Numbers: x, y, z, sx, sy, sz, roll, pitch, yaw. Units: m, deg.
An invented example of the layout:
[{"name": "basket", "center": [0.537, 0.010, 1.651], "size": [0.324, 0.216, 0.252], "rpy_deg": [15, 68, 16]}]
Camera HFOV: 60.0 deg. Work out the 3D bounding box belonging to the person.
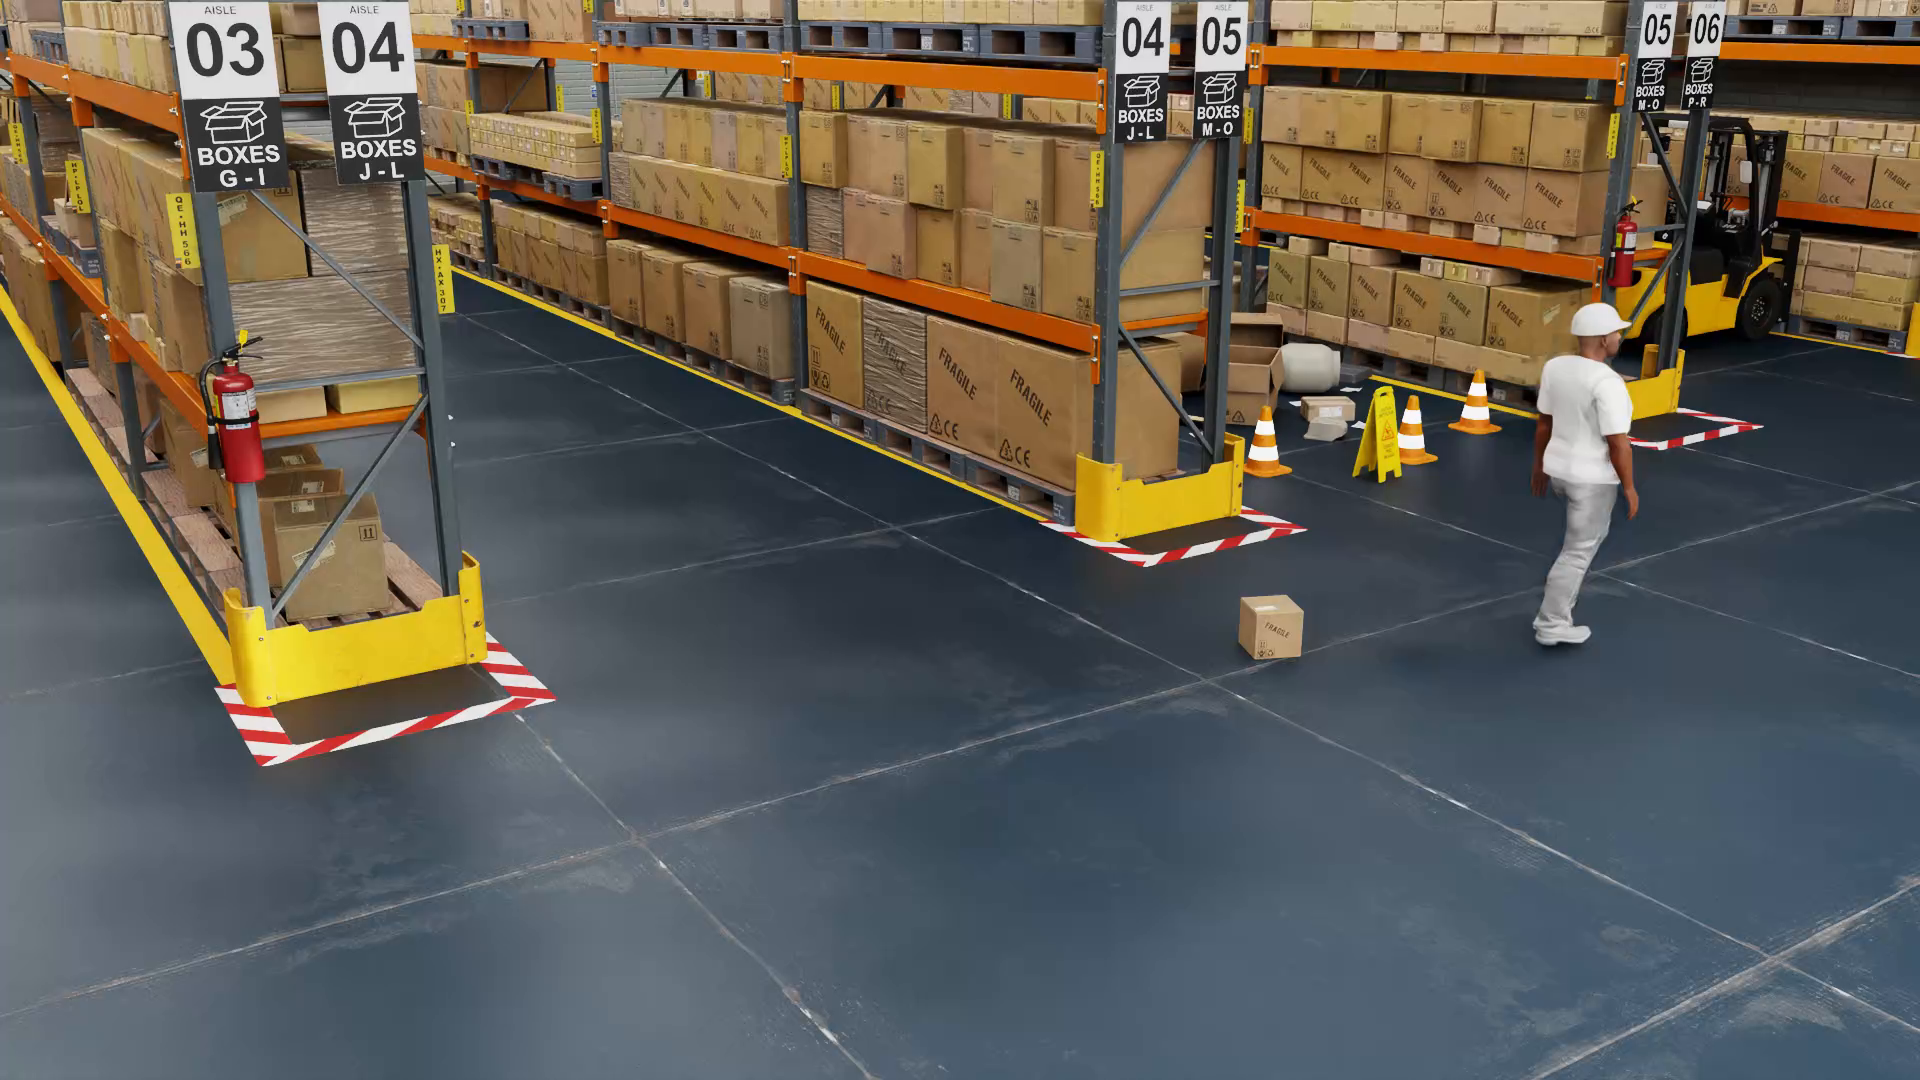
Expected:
[{"name": "person", "center": [3.193, -0.304, 8.437], "size": [0.490, 1.810, 0.610], "rpy_deg": [-5, 19, -14]}]
